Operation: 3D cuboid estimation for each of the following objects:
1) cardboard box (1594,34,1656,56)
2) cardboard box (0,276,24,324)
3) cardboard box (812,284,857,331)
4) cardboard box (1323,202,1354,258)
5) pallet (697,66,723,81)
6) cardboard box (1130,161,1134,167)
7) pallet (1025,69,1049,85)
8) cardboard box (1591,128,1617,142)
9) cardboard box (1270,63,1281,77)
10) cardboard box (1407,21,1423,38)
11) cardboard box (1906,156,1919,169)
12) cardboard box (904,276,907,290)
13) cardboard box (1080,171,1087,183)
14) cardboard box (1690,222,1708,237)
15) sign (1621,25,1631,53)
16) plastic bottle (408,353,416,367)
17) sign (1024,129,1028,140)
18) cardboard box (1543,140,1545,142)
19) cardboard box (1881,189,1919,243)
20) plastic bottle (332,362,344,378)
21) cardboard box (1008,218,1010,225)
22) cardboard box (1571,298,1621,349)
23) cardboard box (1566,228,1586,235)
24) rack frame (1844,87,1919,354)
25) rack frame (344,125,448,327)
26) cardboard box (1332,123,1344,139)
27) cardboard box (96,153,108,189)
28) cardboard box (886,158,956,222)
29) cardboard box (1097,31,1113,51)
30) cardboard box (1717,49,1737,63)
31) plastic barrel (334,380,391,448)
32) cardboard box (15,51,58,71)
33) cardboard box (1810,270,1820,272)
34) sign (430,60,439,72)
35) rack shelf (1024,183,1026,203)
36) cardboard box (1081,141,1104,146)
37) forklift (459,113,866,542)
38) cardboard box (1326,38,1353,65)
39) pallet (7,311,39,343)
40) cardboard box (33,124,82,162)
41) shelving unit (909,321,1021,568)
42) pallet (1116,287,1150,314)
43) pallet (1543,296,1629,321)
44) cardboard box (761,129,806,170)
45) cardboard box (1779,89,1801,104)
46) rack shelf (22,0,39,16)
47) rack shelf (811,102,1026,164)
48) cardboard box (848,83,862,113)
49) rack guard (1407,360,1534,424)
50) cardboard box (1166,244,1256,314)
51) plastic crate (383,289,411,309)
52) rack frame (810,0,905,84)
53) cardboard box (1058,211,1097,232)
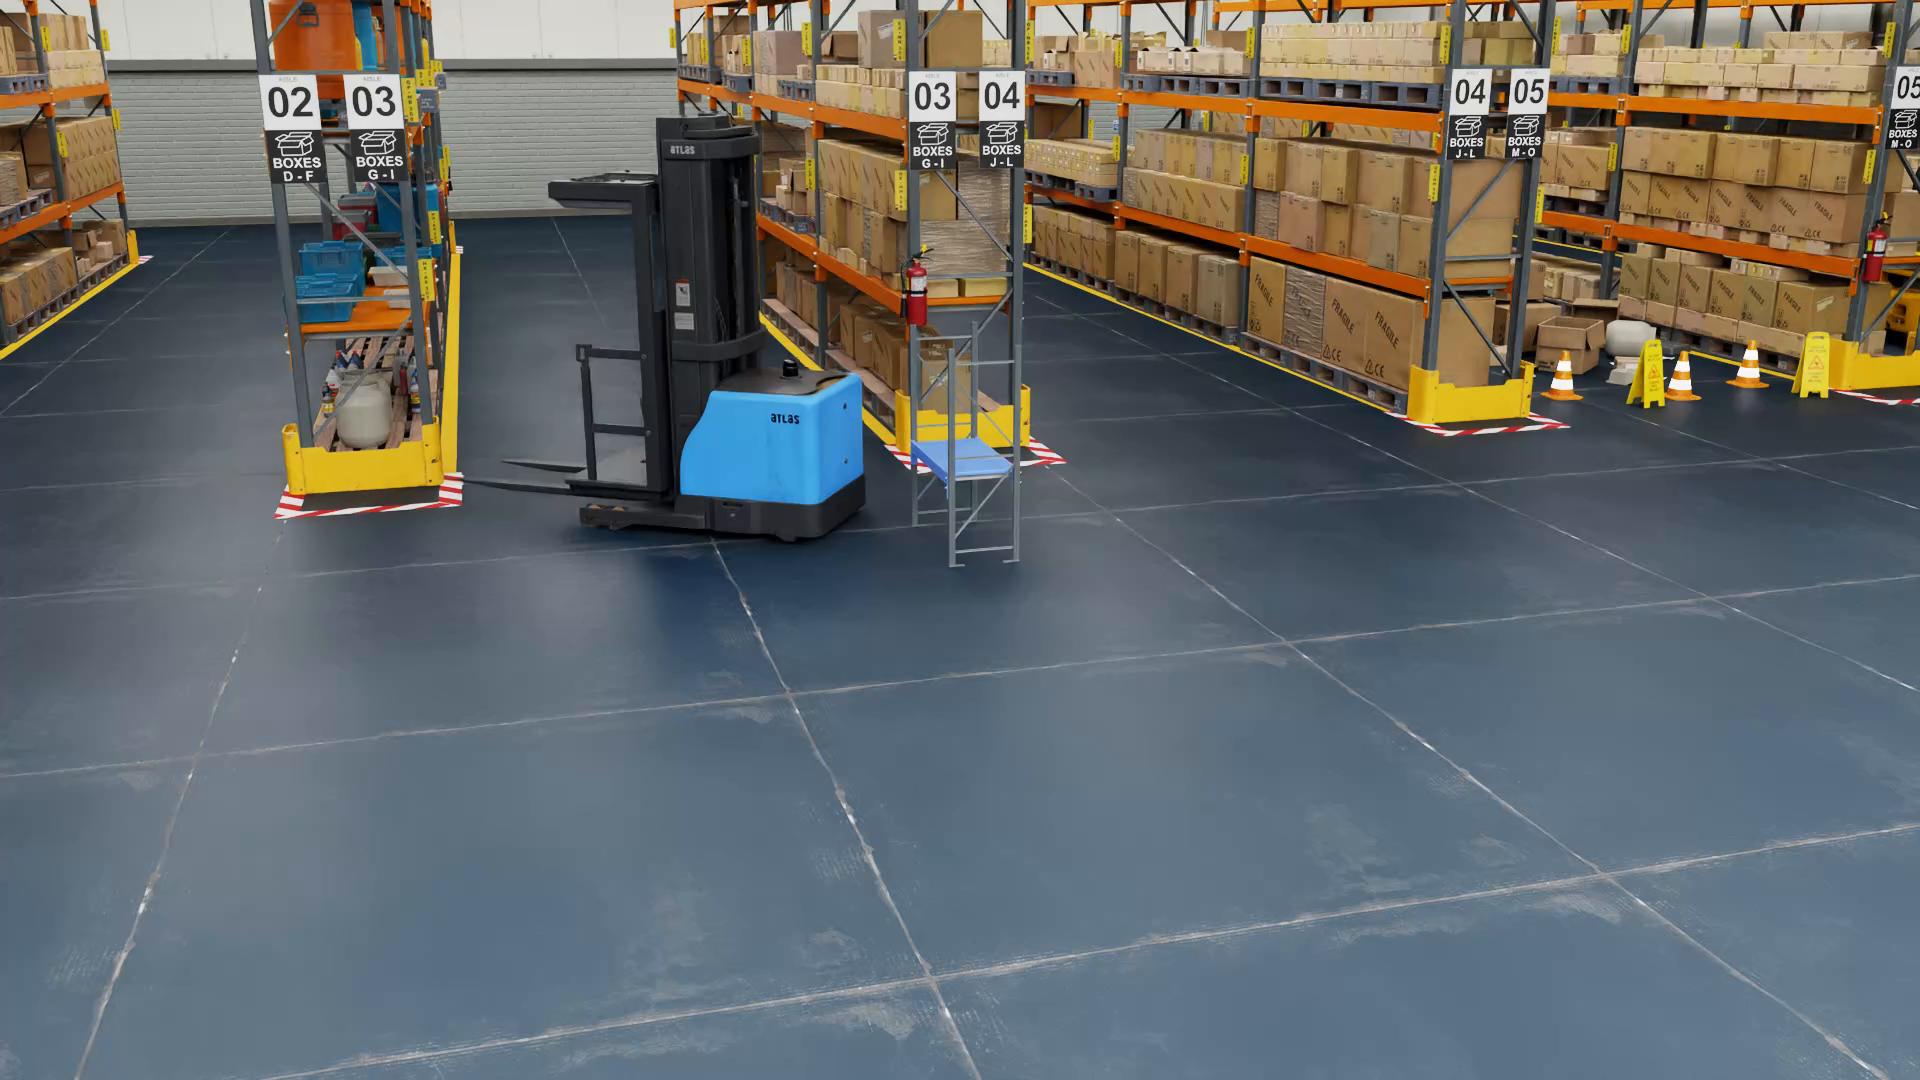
[{"bbox_3d":[8.193,-6.102,20.500,0.500,0.250,0.500,-4,17,-14],"label":"cardboard box"},{"bbox_3d":[-11.529,-2.849,19.804,0.500,0.500,0.500,-4,17,-13],"label":"cardboard box"},{"bbox_3d":[-1.315,-2.681,19.245,0.700,0.500,0.500,-5,17,-16],"label":"cardboard box"},{"bbox_3d":[4.306,-3.250,17.297,0.875,0.550,0.500,-5,17,-15],"label":"cardboard box"},{"bbox_3d":[-3.467,-7.197,25.638,1.003,0.211,1.213,-5,17,-15],"label":"pallet"},{"bbox_3d":[2.627,-5.281,23.509,0.380,0.149,0.250,-4,17,-13],"label":"cardboard box"},{"bbox_3d":[1.612,-7.107,25.512,1.213,0.211,1.003,-5,17,-15],"label":"pallet"},{"bbox_3d":[11.108,-6.707,28.162,0.700,0.500,0.500,-5,17,-15],"label":"cardboard box"},{"bbox_3d":[3.589,-5.093,18.013,0.380,0.149,0.250,-5,17,-15],"label":"cardboard box"},{"bbox_3d":[4.356,-4.703,15.329,0.380,0.149,0.250,-5,17,-15],"label":"cardboard box"},{"bbox_3d":[12.850,-5.045,22.233,0.380,0.149,0.250,-5,17,-16],"label":"cardboard box"},{"bbox_3d":[-0.299,-2.268,14.725,0.380,0.149,0.250,-5,17,-15],"label":"cardboard box"},{"bbox_3d":[1.929,-5.154,23.604,0.380,0.149,0.250,-4,17,-14],"label":"cardboard box"},{"bbox_3d":[8.595,-3.559,19.023,0.380,0.149,0.250,-5,17,-15],"label":"cardboard box"},{"bbox_3d":[7.942,-5.974,19.830,0.100,0.325,0.005,-5,17,-15],"label":"sign"},{"bbox_3d":[-5.220,-1.616,15.956,0.144,0.351,0.185,-5,17,-16],"label":"plastic bottle"},{"bbox_3d":[1.025,-6.310,26.238,0.100,0.325,0.005,-5,17,-15],"label":"sign"},{"bbox_3d":[7.709,-5.073,22.204,0.500,0.500,0.500,-5,18,-17],"label":"cardboard box"},{"bbox_3d":[9.710,-3.383,17.310,0.500,0.500,0.500,-5,17,-16],"label":"cardboard box"},{"bbox_3d":[-5.825,-1.488,15.530,0.144,0.351,0.185,-5,17,-16],"label":"plastic bottle"},{"bbox_3d":[1.013,-5.274,27.488,0.380,0.149,0.250,-5,17,-16],"label":"cardboard box"},{"bbox_3d":[7.461,-2.546,19.556,0.500,0.500,0.500,7,18,23],"label":"cardboard box"},{"bbox_3d":[10.964,-5.605,29.013,0.500,0.500,0.500,-4,17,-13],"label":"cardboard box"},{"bbox_3d":[9.574,-3.040,16.858,1.000,3.000,0.127,-5,17,-15],"label":"rack frame"},{"bbox_3d":[-6.915,-4.078,20.313,1.000,3.000,0.127,-5,17,-15],"label":"rack frame"},{"bbox_3d":[6.287,-6.603,26.808,0.500,0.500,0.500,-5,17,-16],"label":"cardboard box"},{"bbox_3d":[-13.215,-5.564,25.087,0.500,0.500,0.500,-5,17,-15],"label":"cardboard box"},{"bbox_3d":[-0.343,-3.058,14.491,0.500,0.500,0.500,-5,17,-15],"label":"cardboard box"},{"bbox_3d":[2.127,-6.917,23.046,0.396,0.266,0.258,-5,17,-15],"label":"cardboard box"},{"bbox_3d":[8.658,-5.376,18.471,0.380,0.149,0.250,-5,17,-16],"label":"cardboard box"},{"bbox_3d":[-4.971,-1.051,13.830,0.421,0.512,0.421,0,17,0],"label":"plastic barrel"},{"bbox_3d":[-12.673,-6.552,22.728,0.500,0.250,0.500,-5,17,-15],"label":"cardboard box"},{"bbox_3d":[9.333,-2.819,18.867,0.500,0.500,0.500,-4,17,-14],"label":"cardboard box"},{"bbox_3d":[-7.485,-6.668,23.707,0.100,0.325,0.005,-5,17,-15],"label":"sign"},{"bbox_3d":[0.995,-6.149,28.458,1.077,0.370,4.000,-5,17,-15],"label":"rack shelf"},{"bbox_3d":[2.059,-5.992,25.357,0.380,0.149,0.250,-5,17,-15],"label":"cardboard box"},{"bbox_3d":[-2.291,-1.615,12.233,3.031,2.935,1.130,5,17,16],"label":"forklift"},{"bbox_3d":[4.027,-4.907,16.700,0.500,0.250,0.500,-5,17,-15],"label":"cardboard box"},{"bbox_3d":[-11.848,-2.561,20.112,1.003,0.211,1.213,-5,17,-15],"label":"pallet"},{"bbox_3d":[-12.779,-5.616,23.521,0.500,0.500,0.500,-5,18,-17],"label":"cardboard box"},{"bbox_3d":[0.023,-0.695,11.658,0.538,1.500,1.048,-5,17,-15],"label":"shelving unit"},{"bbox_3d":[2.788,-3.274,22.485,1.003,0.211,1.213,-5,17,-15],"label":"pallet"},{"bbox_3d":[8.259,-3.026,21.659,1.003,0.211,1.213,-5,17,-15],"label":"pallet"},{"bbox_3d":[-2.338,-5.201,22.136,0.797,0.503,0.637,-4,17,-13],"label":"cardboard box"},{"bbox_3d":[8.947,-4.716,17.660,0.380,0.149,0.250,-5,17,-16],"label":"cardboard box"},{"bbox_3d":[-12.229,-6.578,20.153,1.077,0.370,4.000,-5,17,-15],"label":"rack shelf"},{"bbox_3d":[-0.504,-3.902,15.764,1.077,0.370,4.000,-5,17,-15],"label":"rack shelf"},{"bbox_3d":[-0.747,-4.154,15.612,0.500,0.250,0.500,-5,17,-16],"label":"cardboard box"},{"bbox_3d":[4.849,-1.417,15.800,1.175,0.500,0.348,-5,17,-15],"label":"rack guard"},{"bbox_3d":[3.224,-3.283,20.846,1.050,0.750,0.750,-5,17,-15],"label":"cardboard box"},{"bbox_3d":[-4.653,-2.012,13.893,0.298,0.136,0.250,-5,17,-15],"label":"plastic crate"},{"bbox_3d":[-1.054,-6.236,17.070,1.000,3.000,0.127,-5,17,-15],"label":"rack frame"},{"bbox_3d":[1.778,-4.789,24.993,0.500,0.250,0.500,-4,17,-13],"label":"cardboard box"}]
